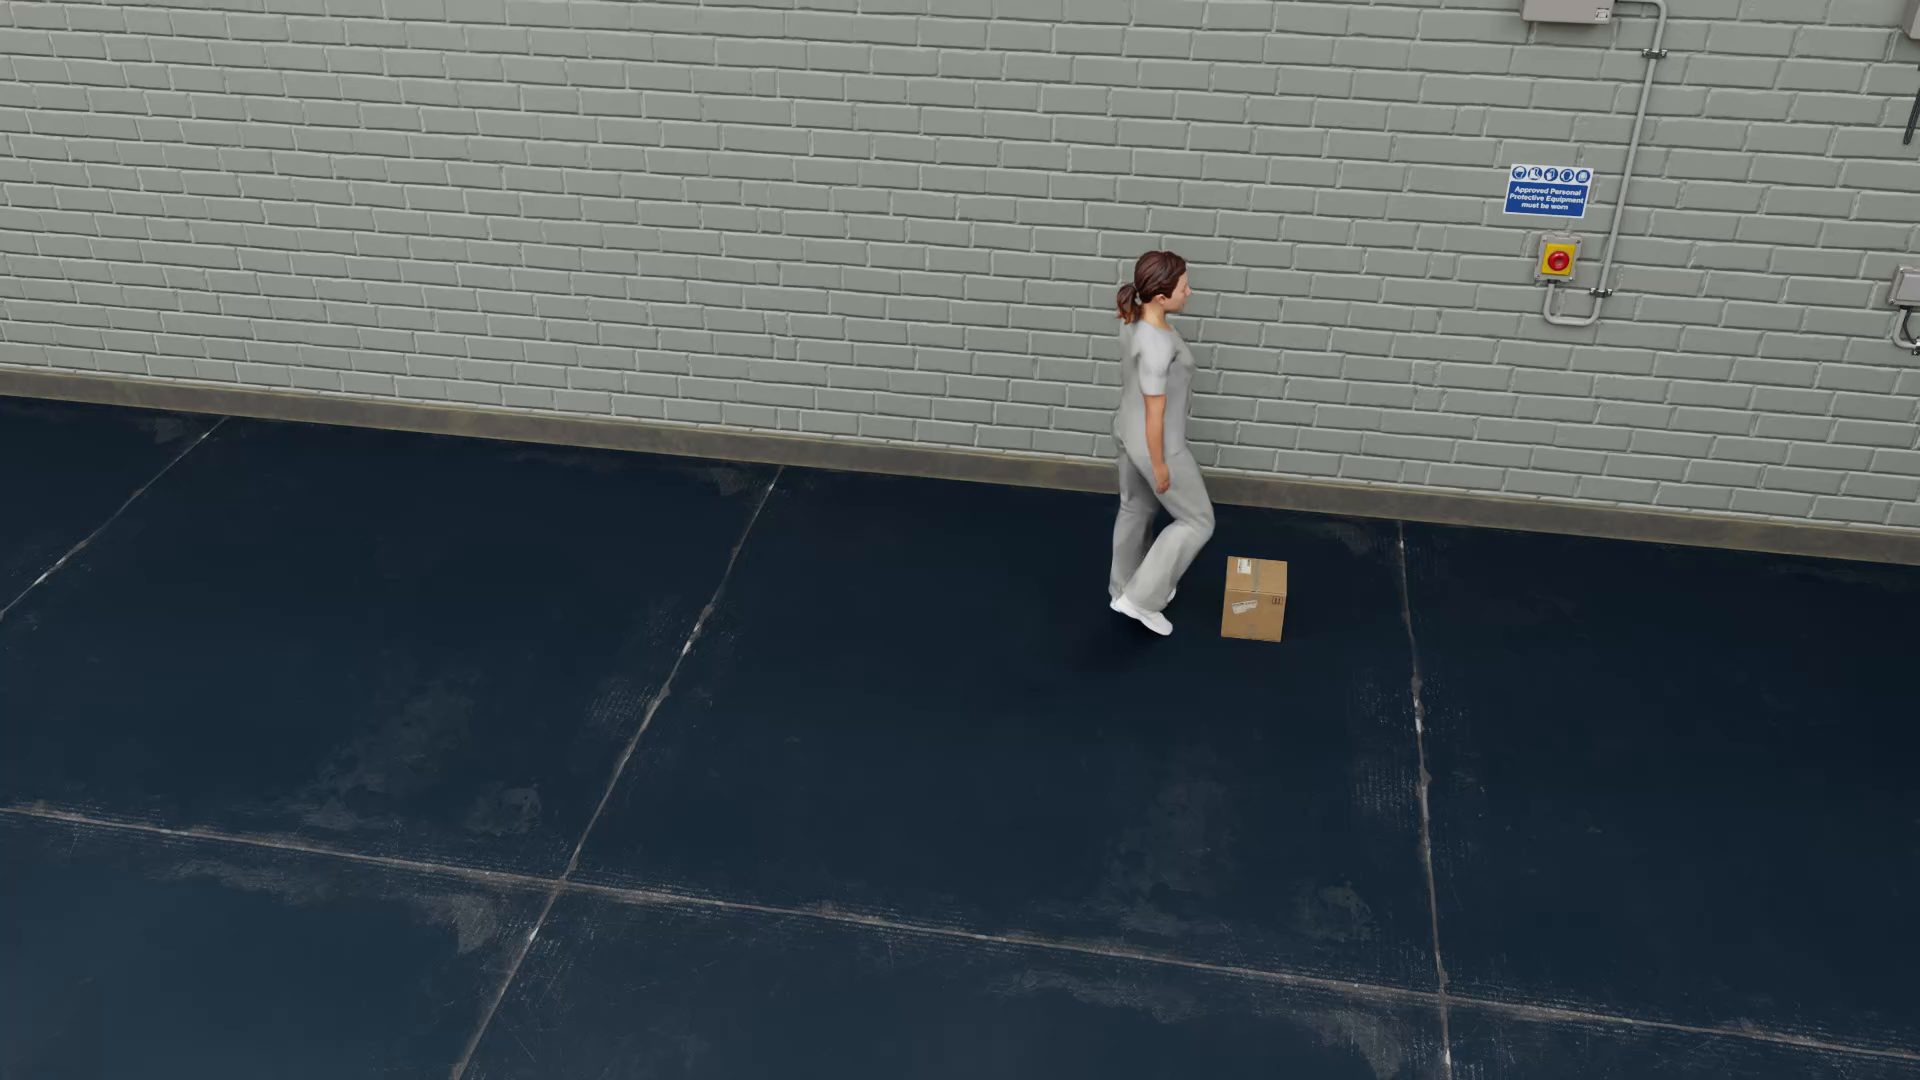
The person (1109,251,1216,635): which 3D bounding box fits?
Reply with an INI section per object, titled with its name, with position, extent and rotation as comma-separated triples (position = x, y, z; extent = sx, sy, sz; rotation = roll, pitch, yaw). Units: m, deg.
[person]
position = 0.801, -0.394, 6.750
extent = 0.434, 1.684, 0.460
rotation = -6, 33, -10
